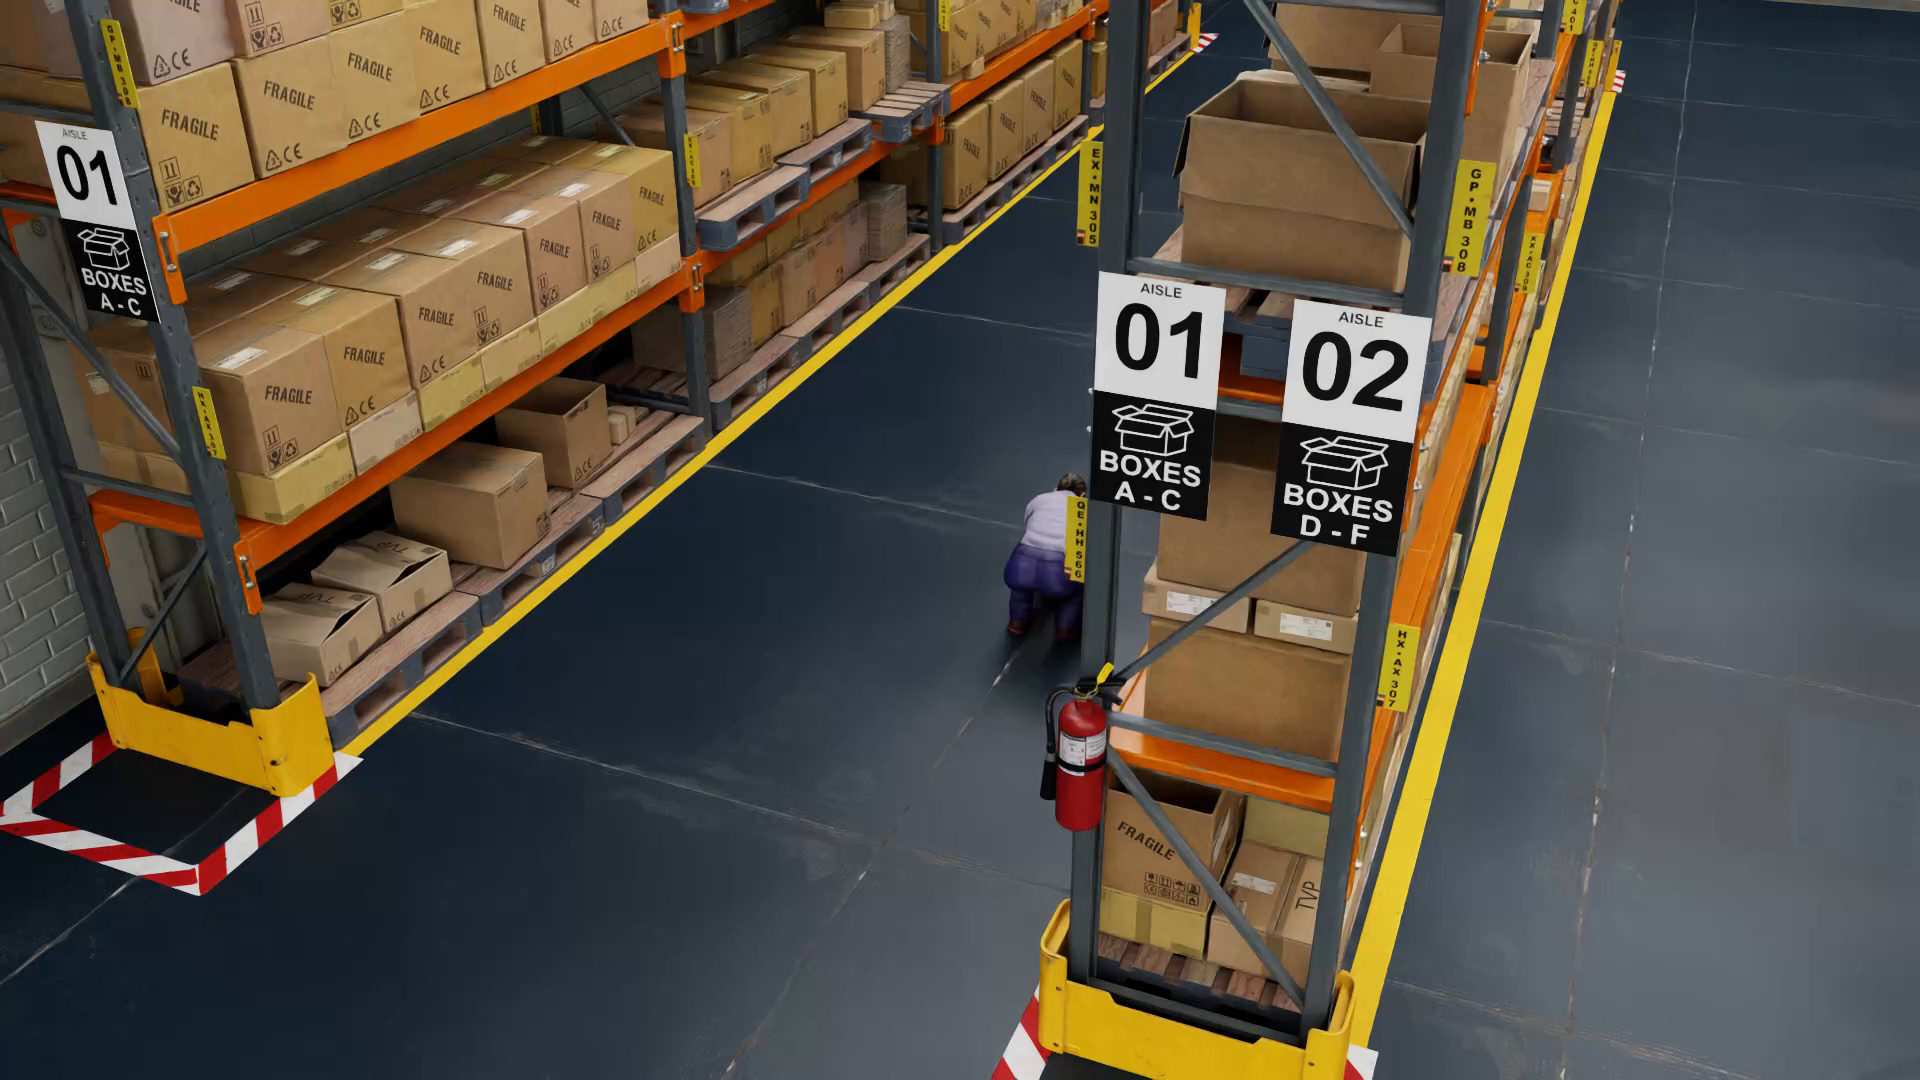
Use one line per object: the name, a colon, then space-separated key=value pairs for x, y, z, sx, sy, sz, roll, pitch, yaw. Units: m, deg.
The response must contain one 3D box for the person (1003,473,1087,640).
person: x=0.527 y=0.113 z=9.150 sx=0.503 sy=0.752 sz=0.876 roll=11 pitch=32 yaw=18
